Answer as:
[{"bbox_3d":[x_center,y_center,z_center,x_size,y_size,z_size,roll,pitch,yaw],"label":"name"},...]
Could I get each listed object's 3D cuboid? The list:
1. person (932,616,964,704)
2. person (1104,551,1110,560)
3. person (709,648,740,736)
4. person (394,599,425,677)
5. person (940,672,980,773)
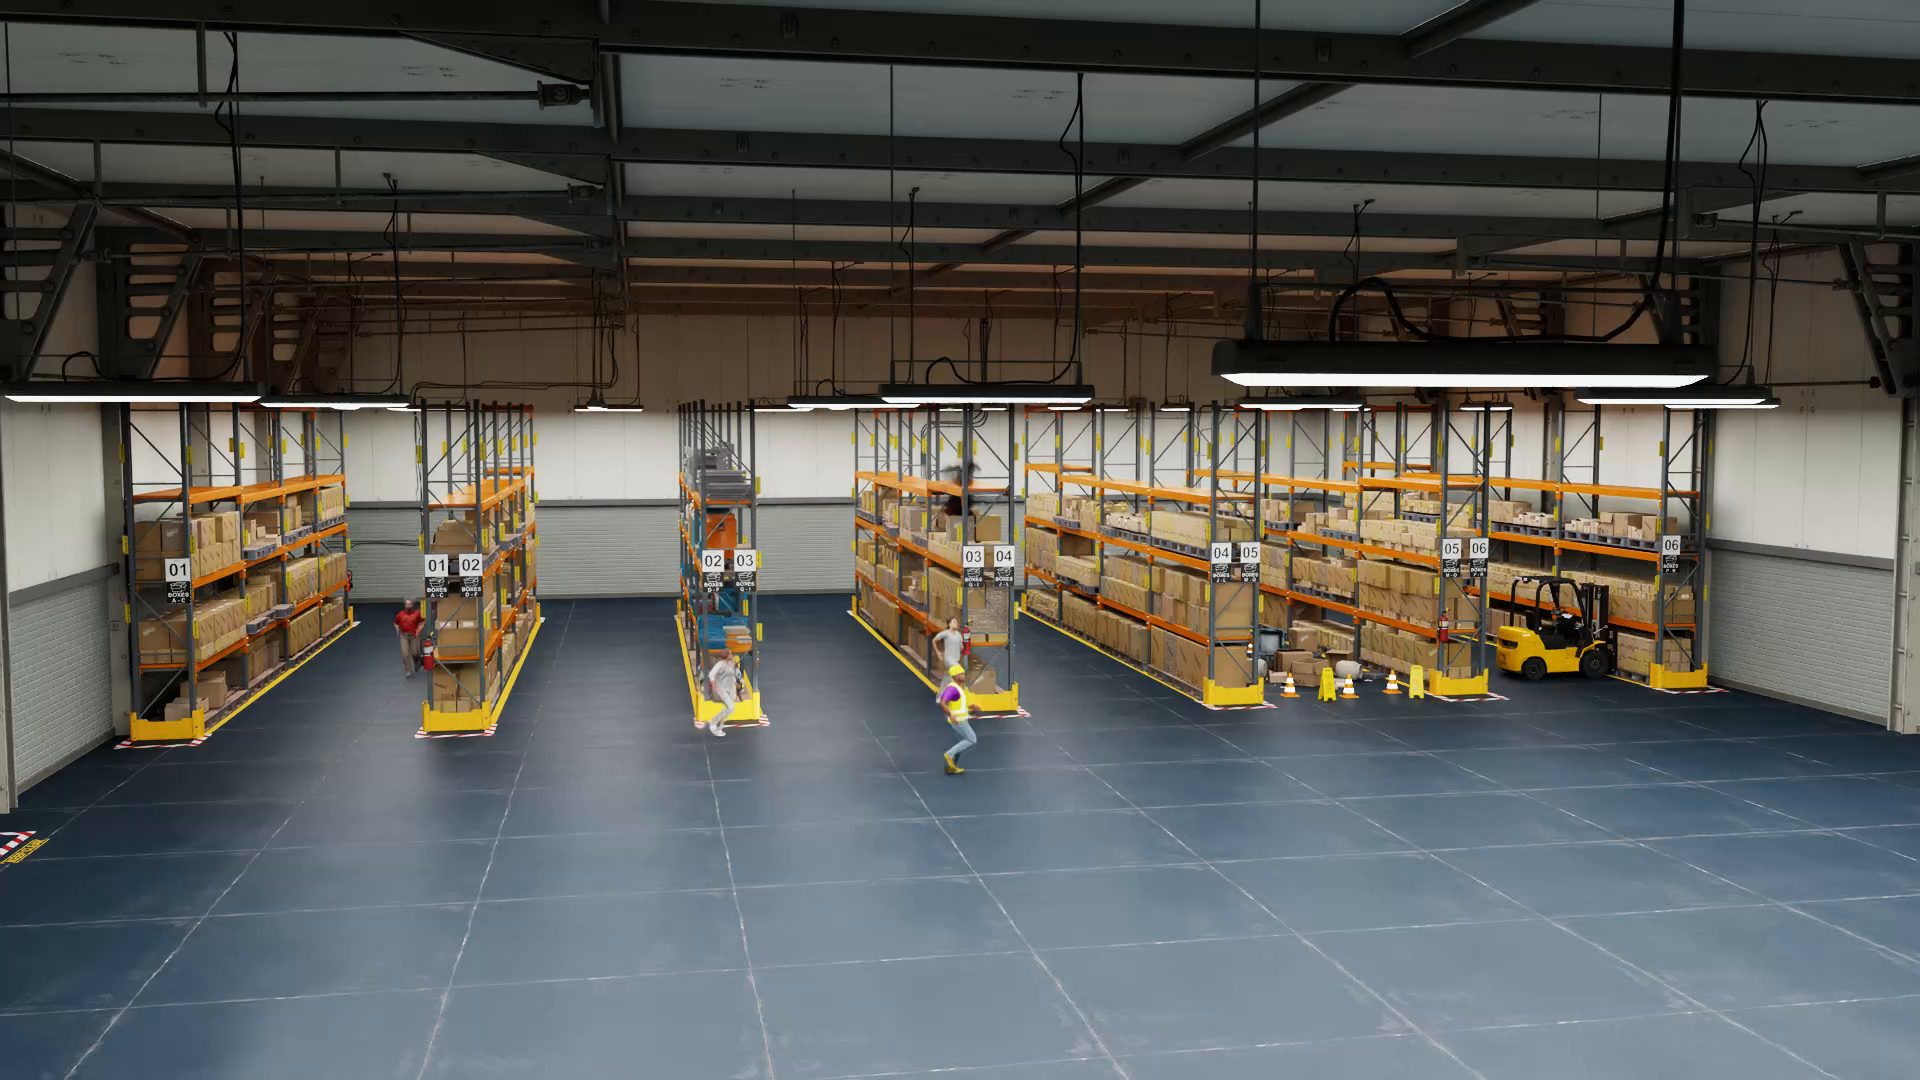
[{"bbox_3d":[-0.179,2.297,31.029,0.583,1.744,0.574,3,5,32],"label":"person"},{"bbox_3d":[4.253,1.159,48.365,0.687,1.670,0.592,-2,5,-25],"label":"person"},{"bbox_3d":[-4.166,2.723,29.698,0.505,1.521,0.539,2,5,23],"label":"person"},{"bbox_3d":[-12.059,2.136,36.418,0.660,1.674,0.626,-1,4,-12],"label":"person"},{"bbox_3d":[0.017,2.874,26.479,0.597,1.684,0.690,1,4,8],"label":"person"}]
